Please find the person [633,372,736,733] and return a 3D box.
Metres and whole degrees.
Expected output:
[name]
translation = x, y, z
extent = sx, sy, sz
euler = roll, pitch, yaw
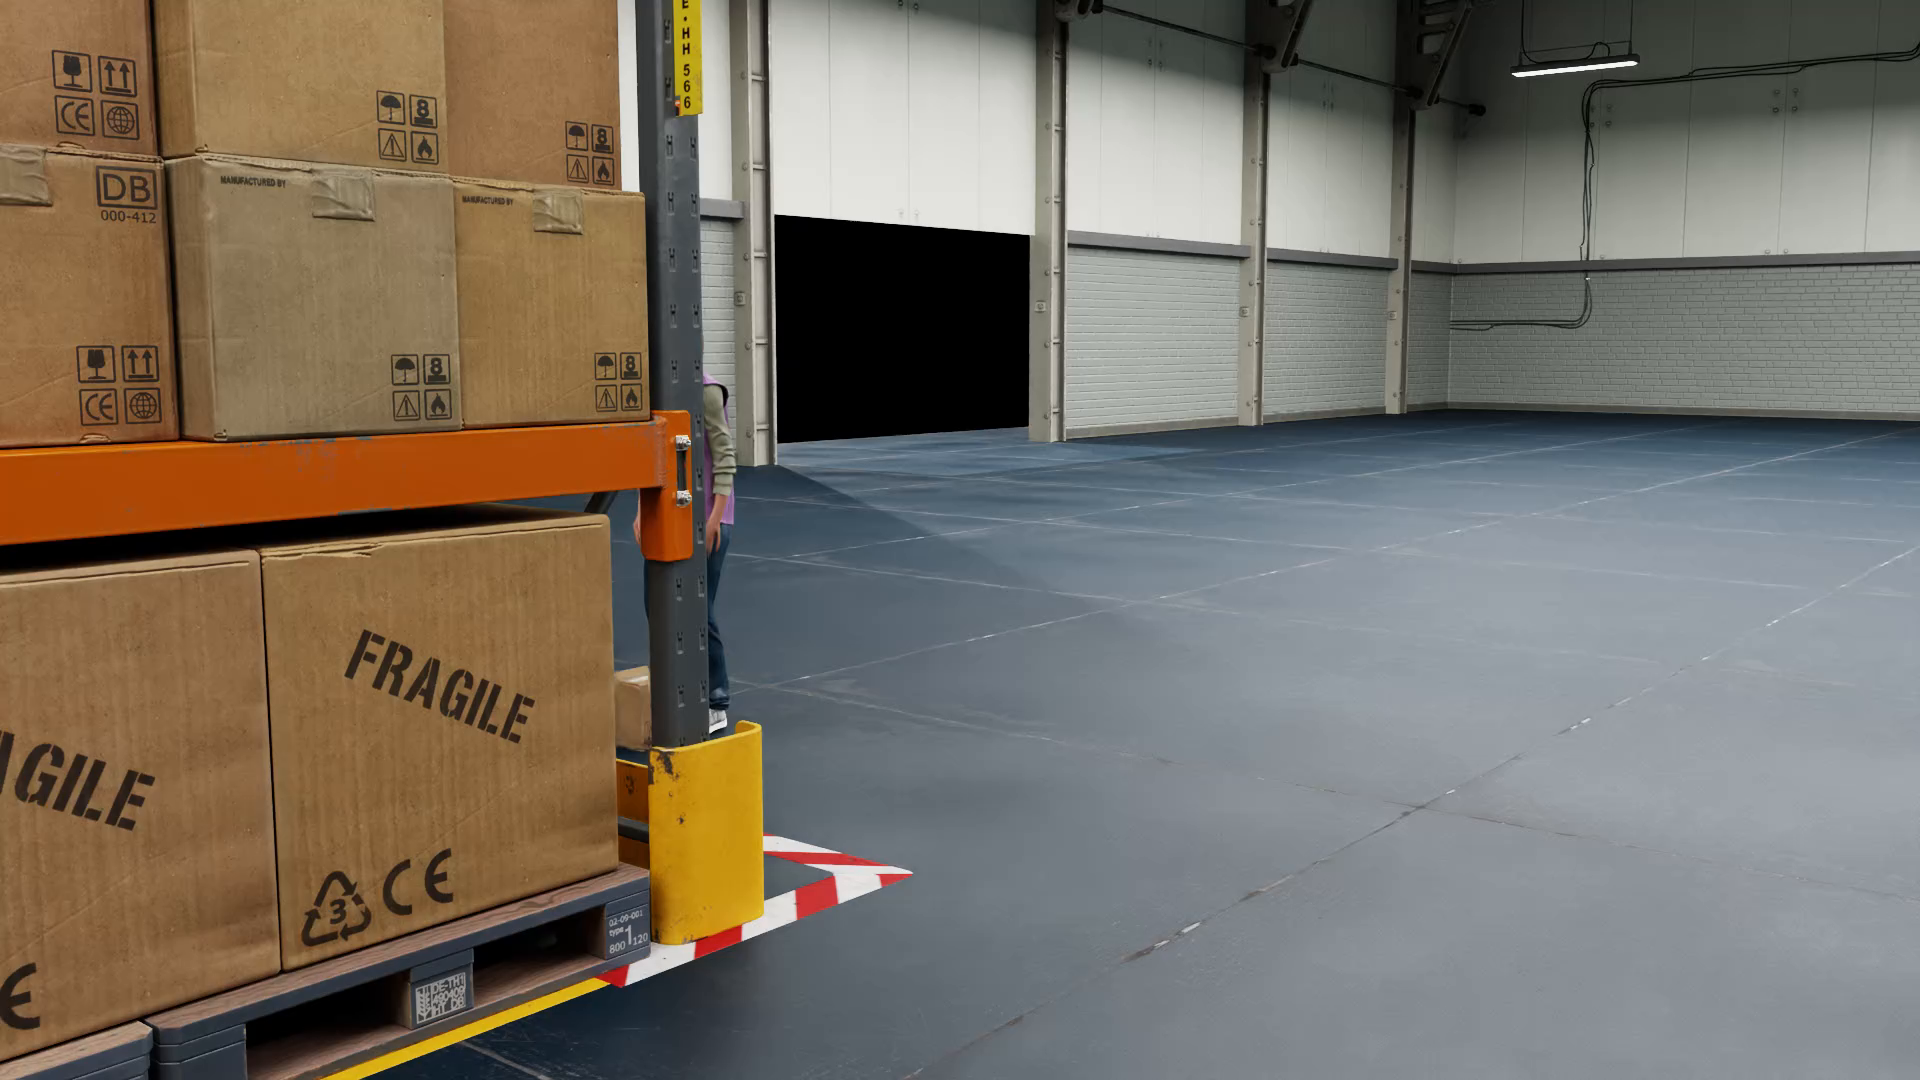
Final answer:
[person]
translation = -1.050, -0.059, 6.355
extent = 0.461, 1.593, 0.341
euler = 5, 9, 36
